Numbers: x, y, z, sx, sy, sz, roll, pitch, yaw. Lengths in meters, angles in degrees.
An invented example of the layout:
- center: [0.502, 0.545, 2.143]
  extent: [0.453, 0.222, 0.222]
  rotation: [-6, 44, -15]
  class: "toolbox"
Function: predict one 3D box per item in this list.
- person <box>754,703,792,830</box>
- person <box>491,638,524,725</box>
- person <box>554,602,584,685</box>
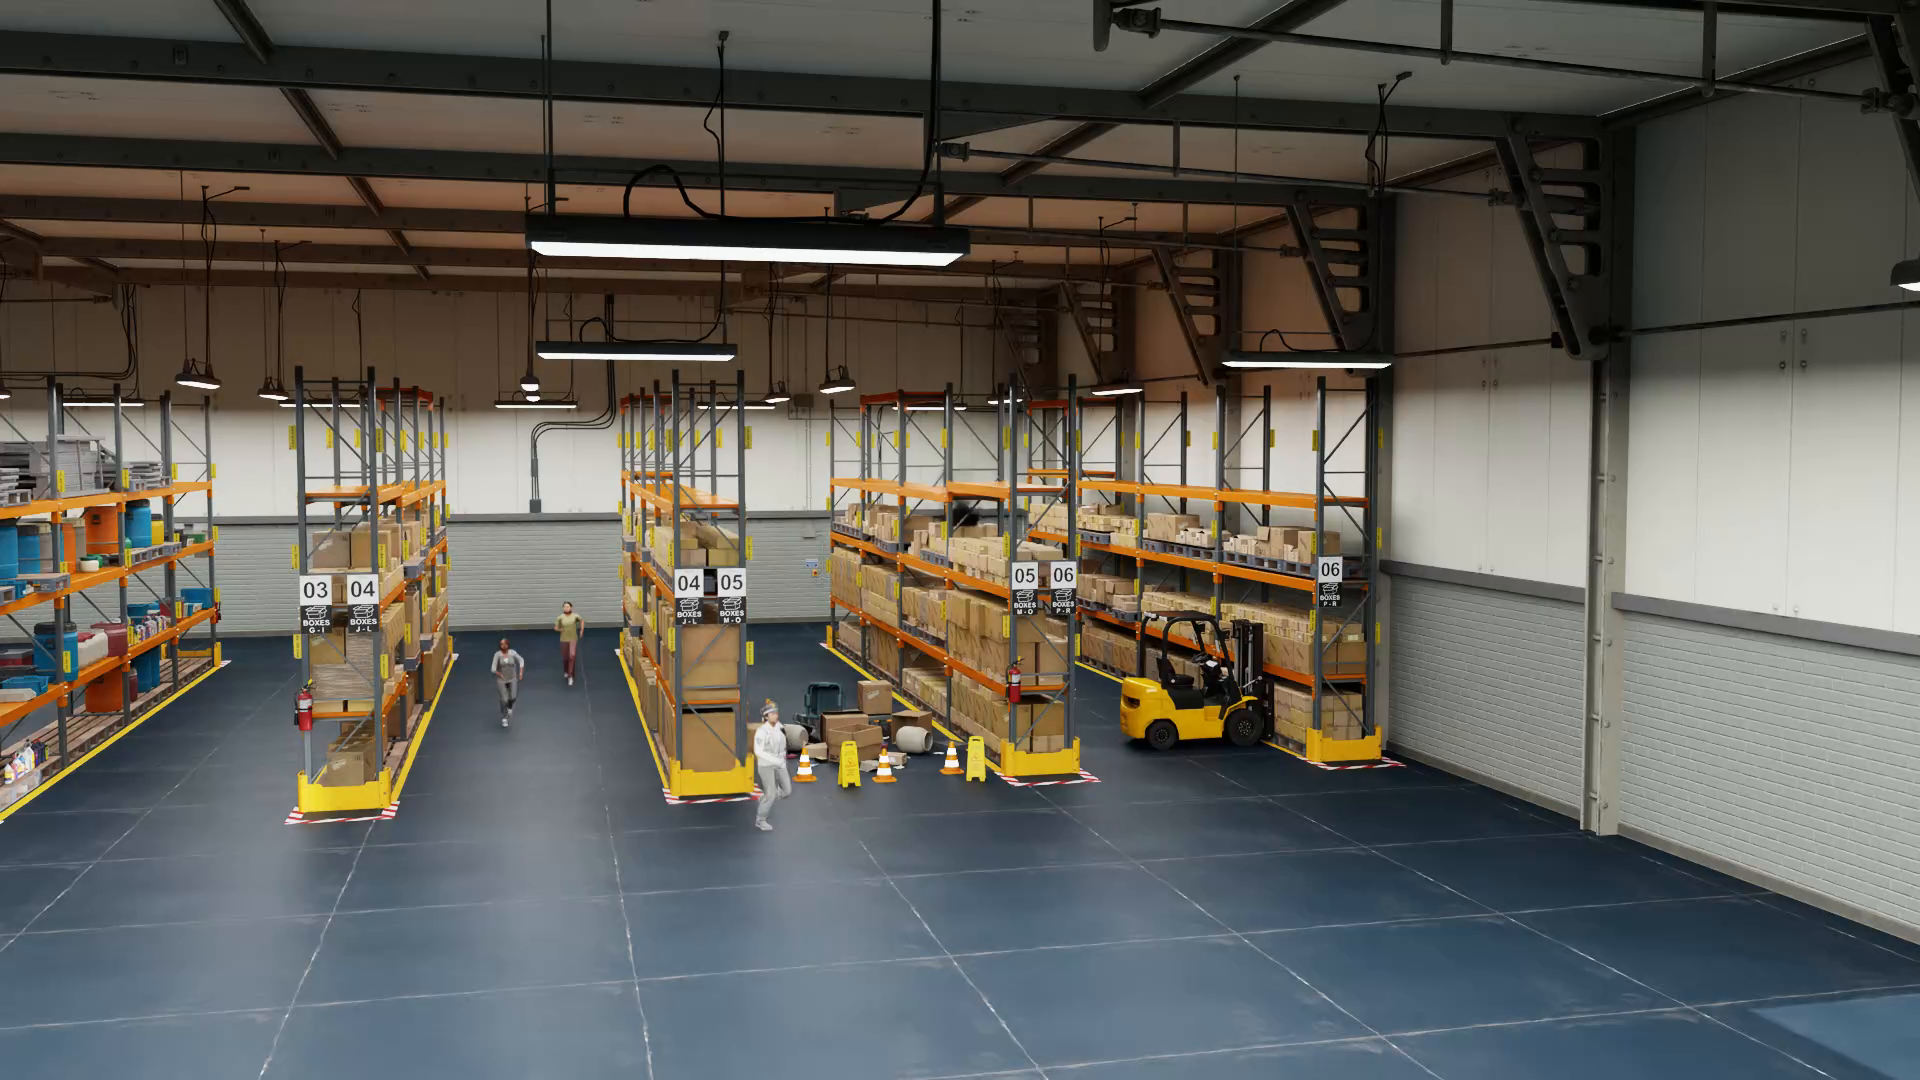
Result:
- center: [-2.381, 2.905, 21.390]
  extent: [0.583, 1.657, 0.641]
  rotation: [3, 4, 40]
  class: "person"
- center: [-7.919, 2.490, 29.121]
  extent: [0.568, 1.557, 0.644]
  rotation: [-1, 4, -17]
  class: "person"
- center: [-8.096, 2.112, 34.410]
  extent: [0.580, 1.674, 0.956]
  rotation: [0, 3, -8]
  class: "person"
